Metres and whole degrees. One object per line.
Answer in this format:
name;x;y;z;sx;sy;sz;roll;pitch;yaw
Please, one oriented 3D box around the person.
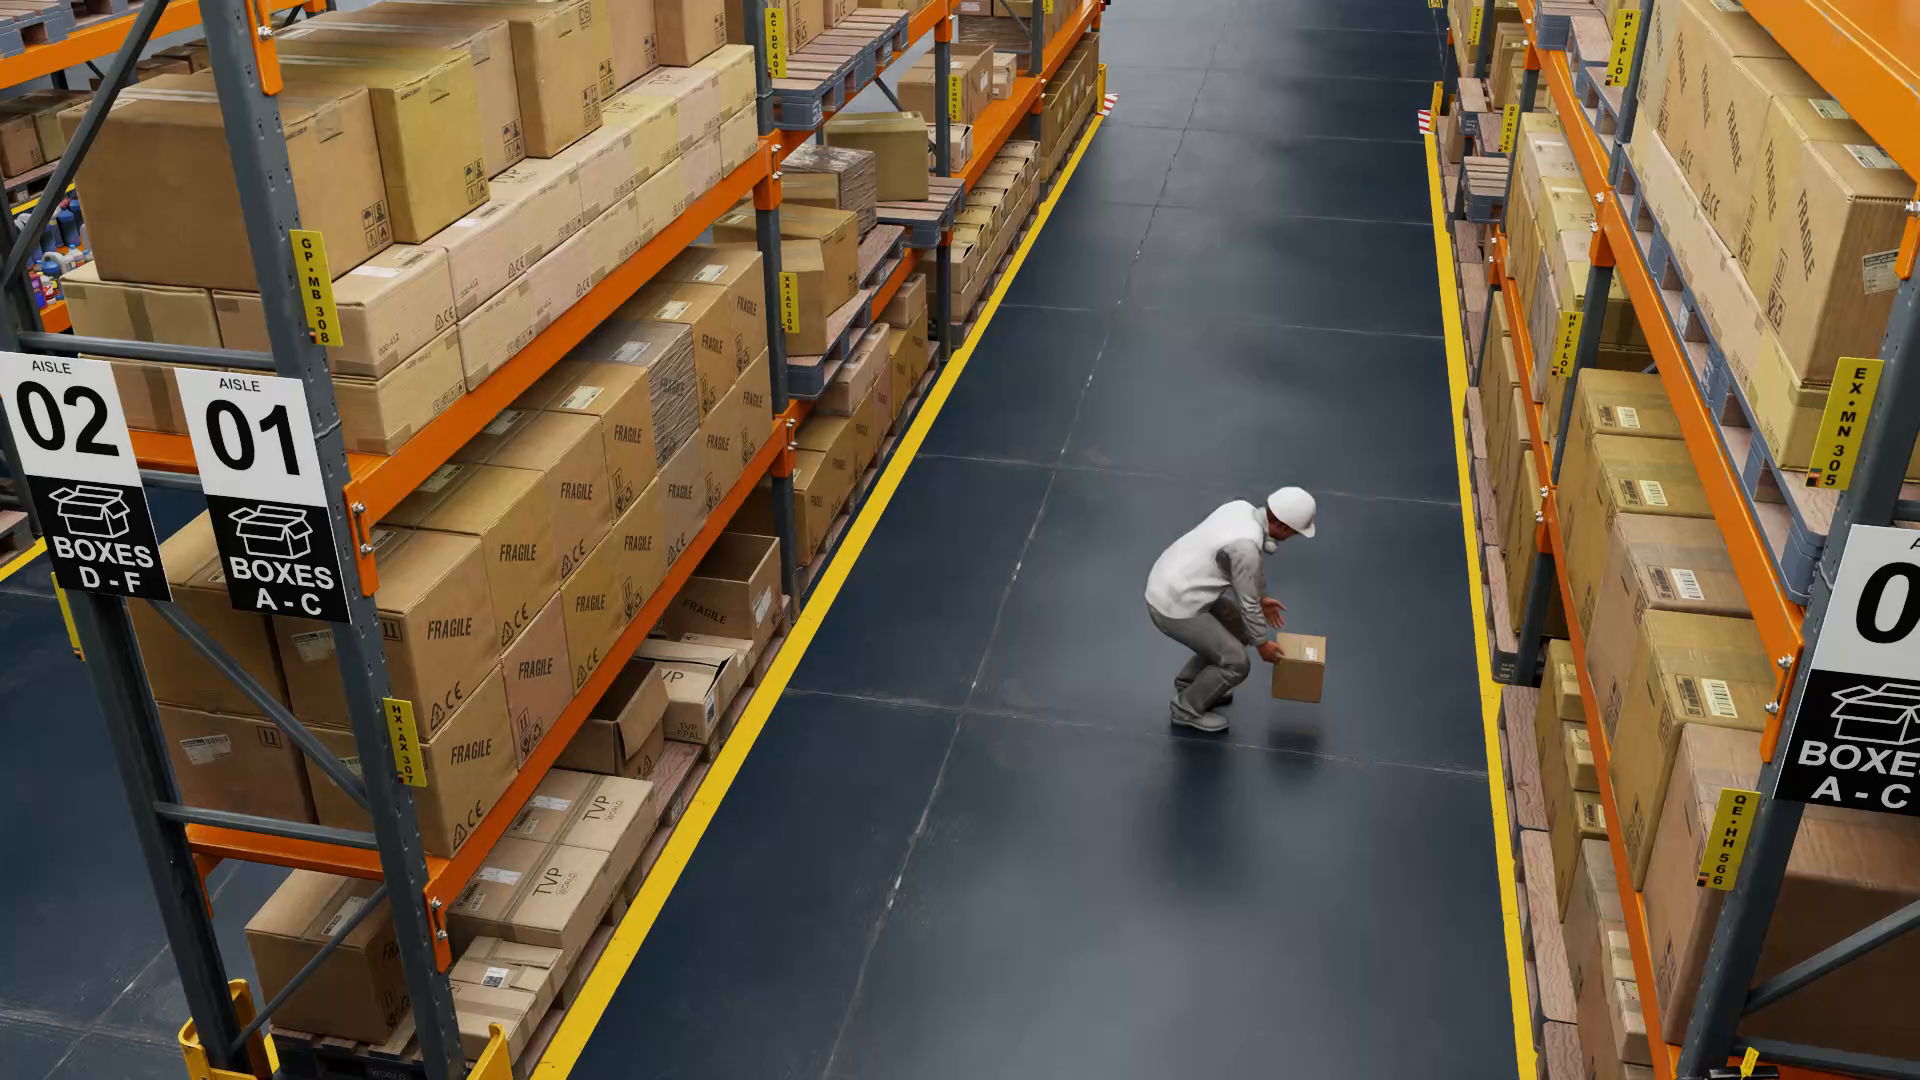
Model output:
person;1.357;0.306;8.496;0.810;1.333;0.588;6;29;11
